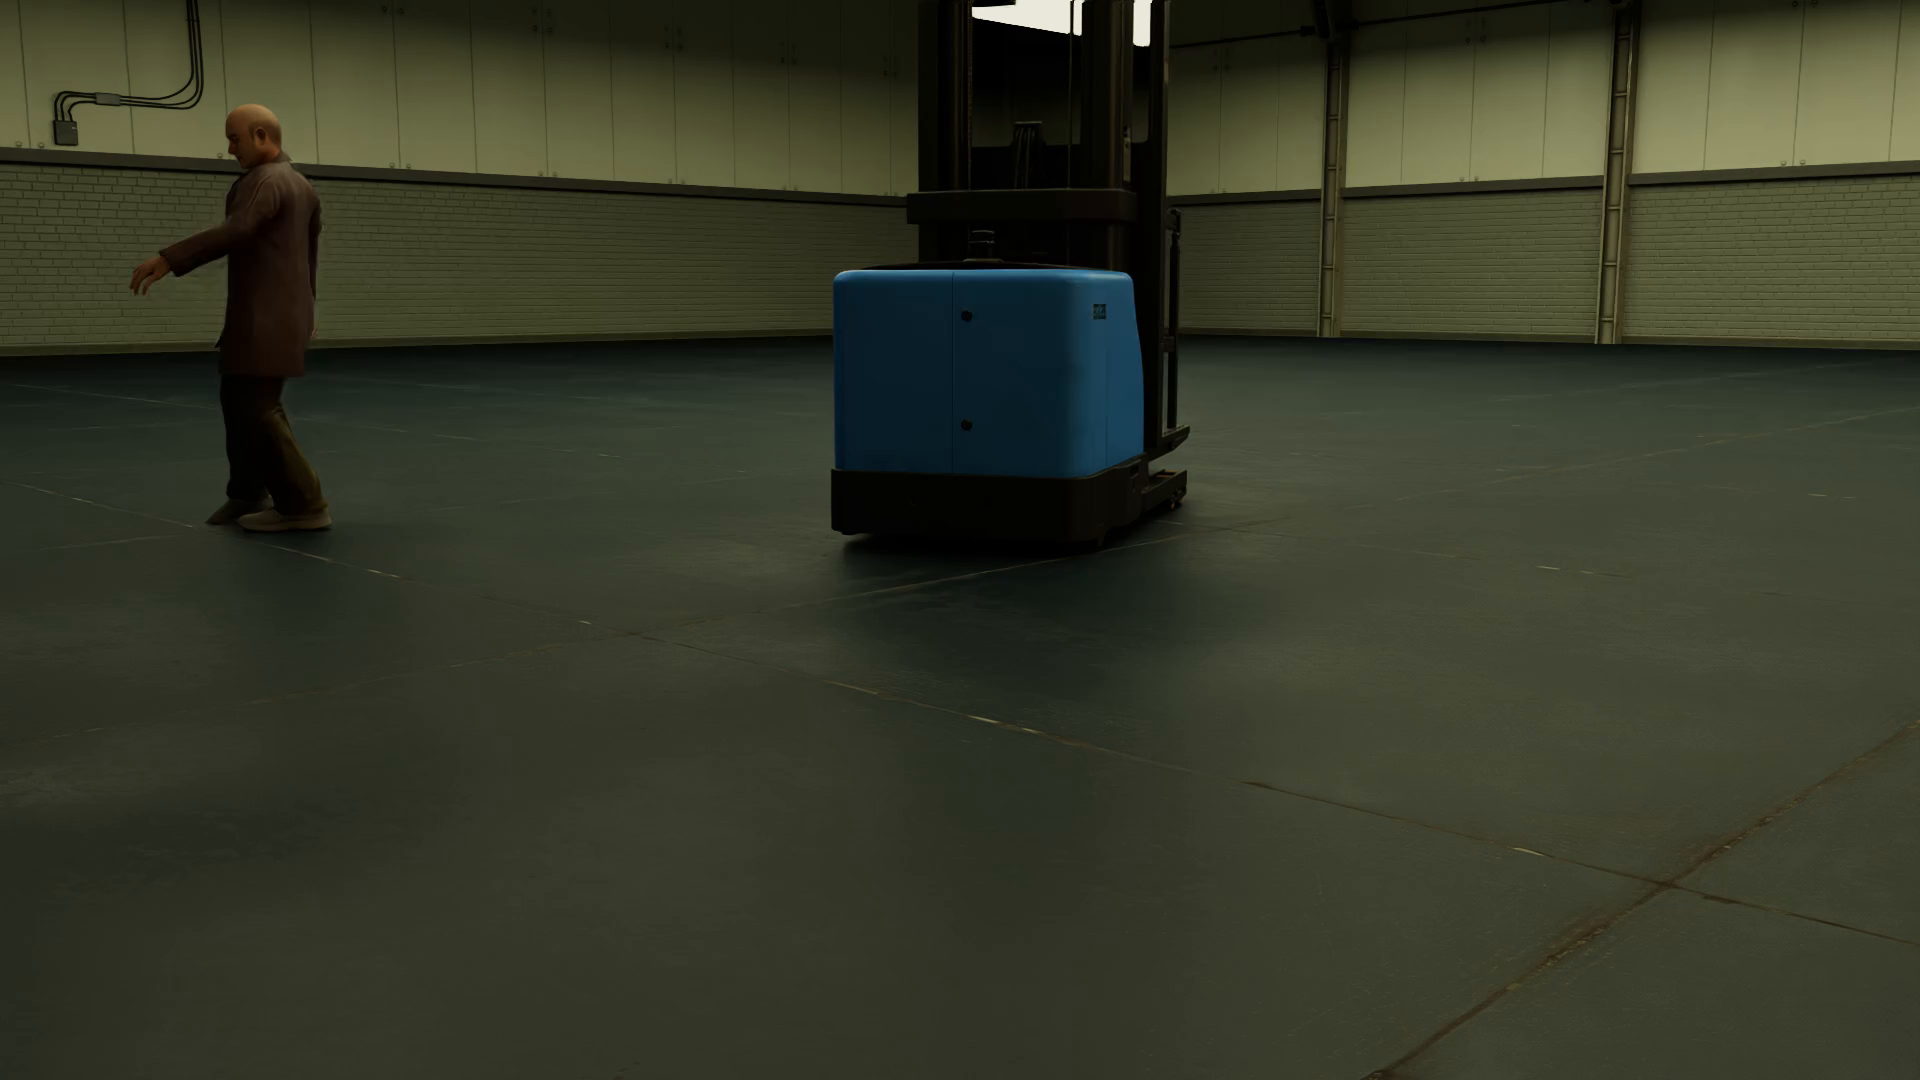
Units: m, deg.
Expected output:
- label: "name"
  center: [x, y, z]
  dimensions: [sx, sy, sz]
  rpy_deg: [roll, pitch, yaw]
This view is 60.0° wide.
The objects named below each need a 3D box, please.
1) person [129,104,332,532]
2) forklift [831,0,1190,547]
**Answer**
- label: "person"
  center: [-2.976, -0.892, 6.954]
  dimensions: [0.640, 1.808, 1.025]
  rpy_deg: [0, 9, -2]
- label: "forklift"
  center: [0.439, -1.602, 7.516]
  dimensions: [1.130, 2.935, 3.031]
  rpy_deg: [3, 9, 18]
